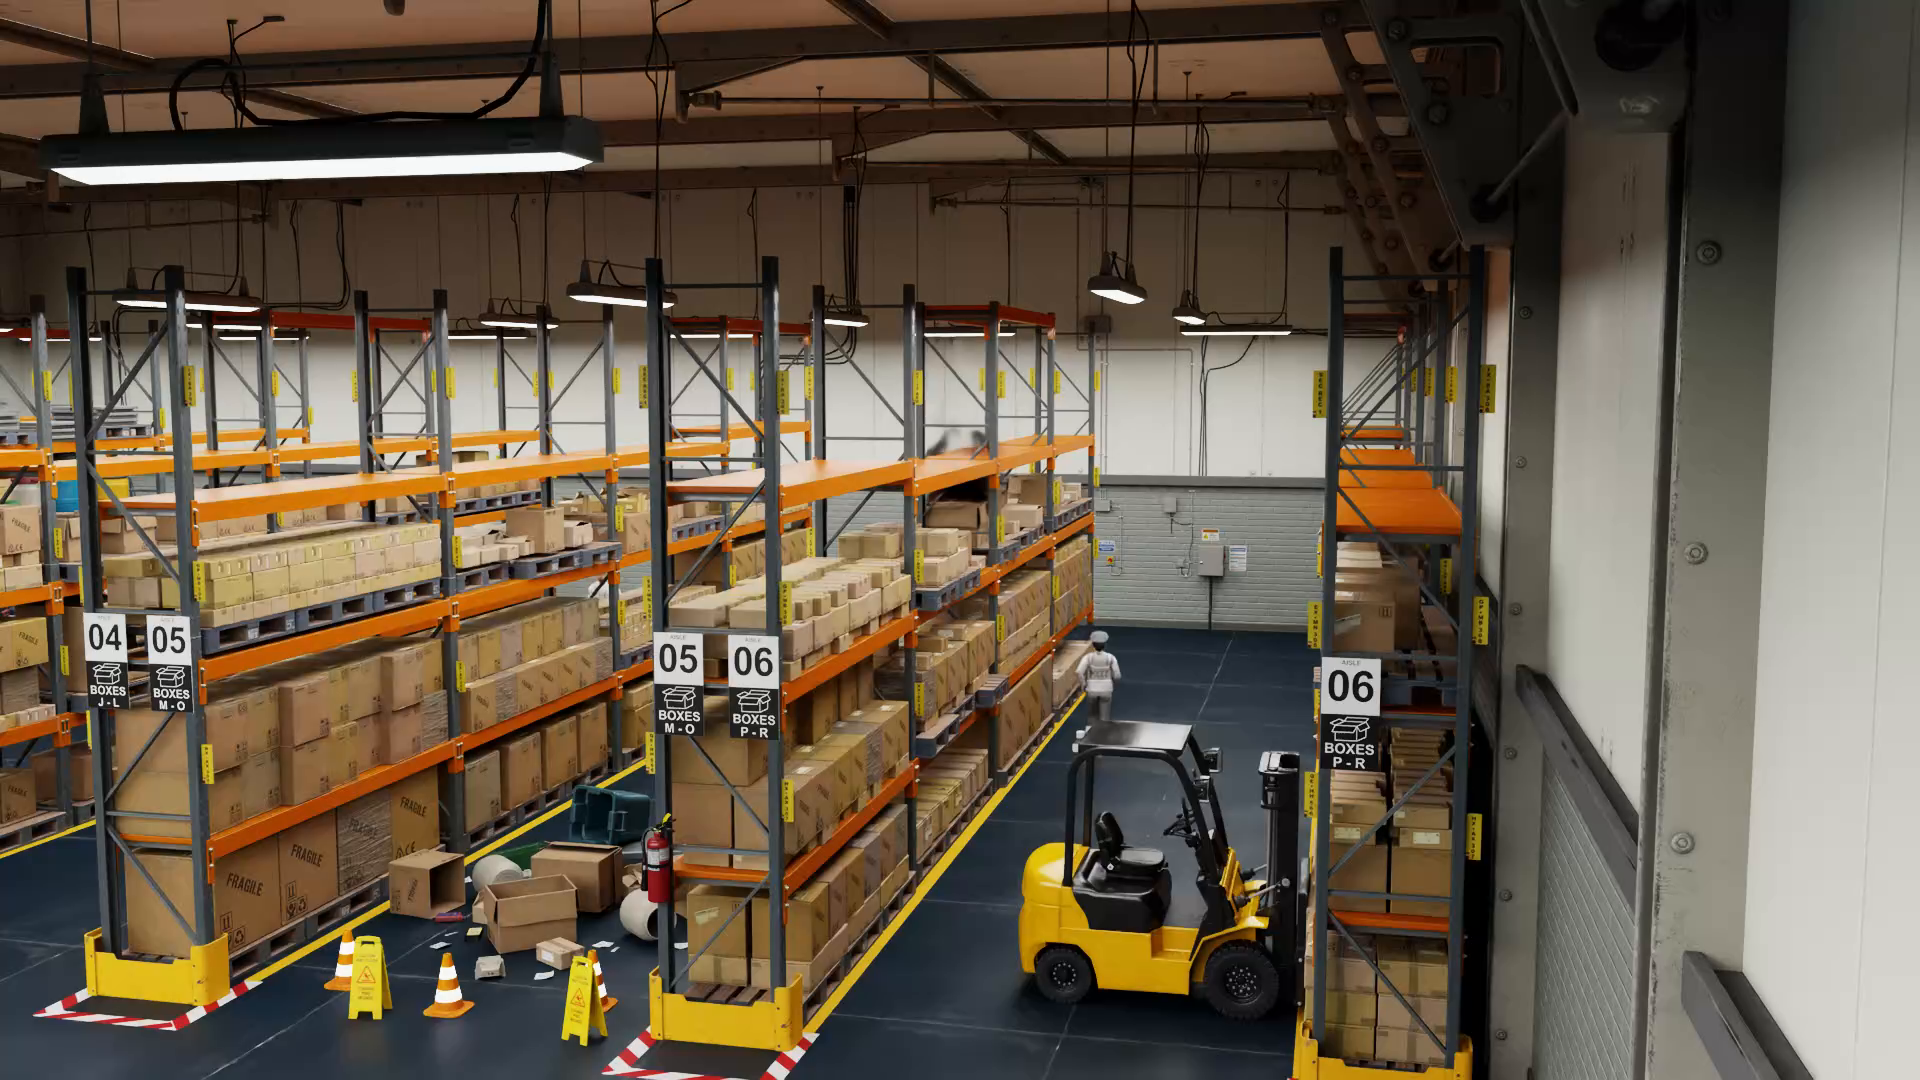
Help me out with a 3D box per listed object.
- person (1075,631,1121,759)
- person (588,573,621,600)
[{"bbox_3d":[1.821,2.062,21.918,0.596,1.740,0.720,1,6,8],"label":"person"},{"bbox_3d":[-6.385,1.306,29.867,0.588,1.697,0.792,-1,6,-10],"label":"person"}]
